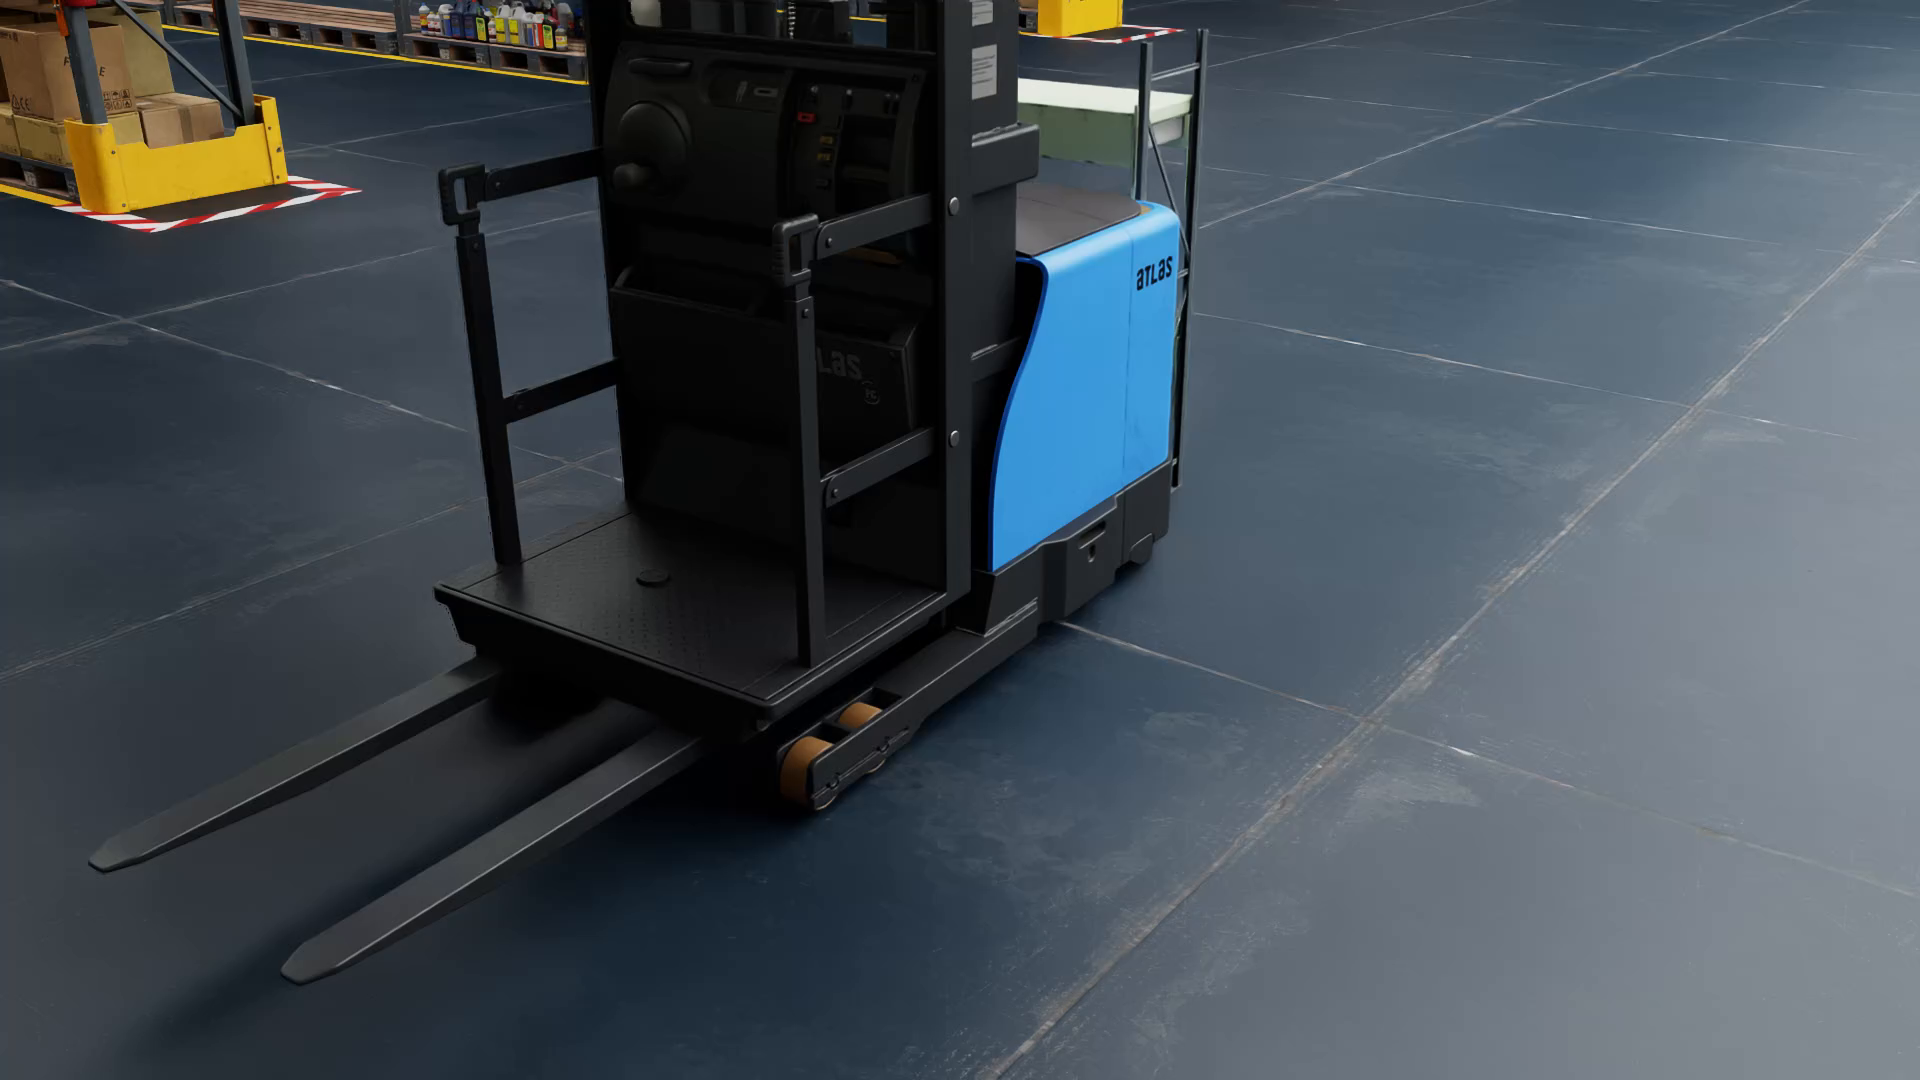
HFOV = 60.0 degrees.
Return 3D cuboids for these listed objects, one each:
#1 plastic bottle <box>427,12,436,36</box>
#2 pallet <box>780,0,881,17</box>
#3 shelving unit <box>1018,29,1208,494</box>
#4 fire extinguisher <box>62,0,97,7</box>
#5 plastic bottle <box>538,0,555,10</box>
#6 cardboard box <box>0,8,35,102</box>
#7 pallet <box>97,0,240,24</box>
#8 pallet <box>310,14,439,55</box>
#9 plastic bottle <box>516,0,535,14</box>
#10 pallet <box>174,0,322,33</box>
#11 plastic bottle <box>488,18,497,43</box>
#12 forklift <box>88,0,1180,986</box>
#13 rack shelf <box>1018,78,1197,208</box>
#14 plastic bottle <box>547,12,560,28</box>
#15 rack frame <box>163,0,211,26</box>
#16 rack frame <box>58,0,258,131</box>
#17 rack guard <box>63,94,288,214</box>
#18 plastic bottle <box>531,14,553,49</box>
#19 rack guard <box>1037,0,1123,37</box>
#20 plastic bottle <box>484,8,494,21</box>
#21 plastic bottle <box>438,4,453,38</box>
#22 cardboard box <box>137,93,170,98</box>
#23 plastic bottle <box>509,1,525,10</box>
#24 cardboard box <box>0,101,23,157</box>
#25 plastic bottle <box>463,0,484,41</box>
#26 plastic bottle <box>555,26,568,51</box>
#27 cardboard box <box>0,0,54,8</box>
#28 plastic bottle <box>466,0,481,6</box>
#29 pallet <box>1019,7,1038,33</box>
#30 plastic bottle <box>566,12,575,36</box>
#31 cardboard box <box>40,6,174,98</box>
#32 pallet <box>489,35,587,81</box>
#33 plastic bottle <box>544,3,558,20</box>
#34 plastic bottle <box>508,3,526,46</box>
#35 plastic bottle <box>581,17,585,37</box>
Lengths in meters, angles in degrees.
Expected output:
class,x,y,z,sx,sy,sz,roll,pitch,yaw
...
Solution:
class,x,y,z,sx,sy,sz,roll,pitch,yaw
plastic bottle,-4.788,-4.692,15.104,0.097,0.201,0.097,0,24,0
pallet,-1.332,-6.185,19.027,1.213,0.211,1.003,17,29,33
shelving unit,0.330,-0.884,5.396,0.755,1.500,0.431,15,28,30
fire extinguisher,-4.818,-3.236,8.970,0.183,0.674,0.296,17,29,33
plastic bottle,-3.761,-4.816,15.201,0.185,0.351,0.144,17,29,33
cardboard box,-6.051,-2.998,10.293,0.500,0.500,0.500,17,29,33
pallet,-8.718,-5.883,18.340,1.213,0.211,1.003,17,29,33
pallet,-5.513,-4.916,16.145,1.213,0.211,1.003,17,29,33
plastic bottle,-4.019,-4.894,15.378,0.185,0.351,0.144,15,28,31
pallet,-7.465,-5.506,17.484,1.213,0.211,1.003,17,29,33
plastic bottle,-4.101,-4.484,14.633,0.097,0.201,0.097,0,24,0
forklift,-0.593,-0.937,3.742,1.130,2.935,3.031,15,28,31
rack shelf,0.330,-1.241,5.239,0.720,0.370,0.431,15,28,30
plastic bottle,-3.515,-4.412,14.367,0.133,0.283,0.061,17,29,33
rack frame,-8.062,-6.982,17.376,0.127,3.000,1.000,17,29,33
rack frame,-4.634,-3.450,9.360,0.127,3.000,1.000,17,29,33
rack guard,-4.615,-2.300,9.851,0.348,0.500,1.175,17,29,33
plastic bottle,-3.578,-4.375,14.291,0.135,0.276,0.152,17,29,34
rack guard,1.249,-5.520,17.157,0.348,0.500,1.175,17,29,33
plastic bottle,-4.173,-4.569,14.738,0.097,0.271,0.097,0,24,0
plastic bottle,-4.594,-4.682,14.987,0.135,0.276,0.152,18,30,35
cardboard box,-5.332,-2.705,10.558,0.500,0.250,0.500,17,29,33
plastic bottle,-4.088,-4.806,15.271,0.135,0.276,0.152,17,29,33
cardboard box,-5.648,-2.535,10.173,0.500,0.250,0.500,17,29,33
plastic bottle,-4.313,-4.629,14.775,0.185,0.351,0.144,15,28,31
plastic bottle,-3.393,-4.271,14.147,0.097,0.201,0.097,0,24,0
cardboard box,-6.129,-3.292,10.961,0.500,0.500,0.500,17,29,33
plastic bottle,-4.378,-4.721,14.984,0.185,0.351,0.144,17,29,33
pallet,0.620,-5.595,17.687,1.213,0.211,1.003,17,29,33
plastic bottle,-3.522,-4.688,15.094,0.097,0.201,0.097,0,24,0
cardboard box,-5.331,-3.049,10.409,0.500,0.500,0.500,17,29,33
pallet,-3.368,-4.268,14.674,1.213,0.211,1.003,17,29,33
plastic bottle,-3.697,-4.710,15.044,0.133,0.283,0.061,17,29,33
plastic bottle,-3.824,-4.481,14.440,0.185,0.351,0.144,18,30,35
plastic bottle,-3.358,-4.638,14.981,0.097,0.201,0.097,0,24,0
